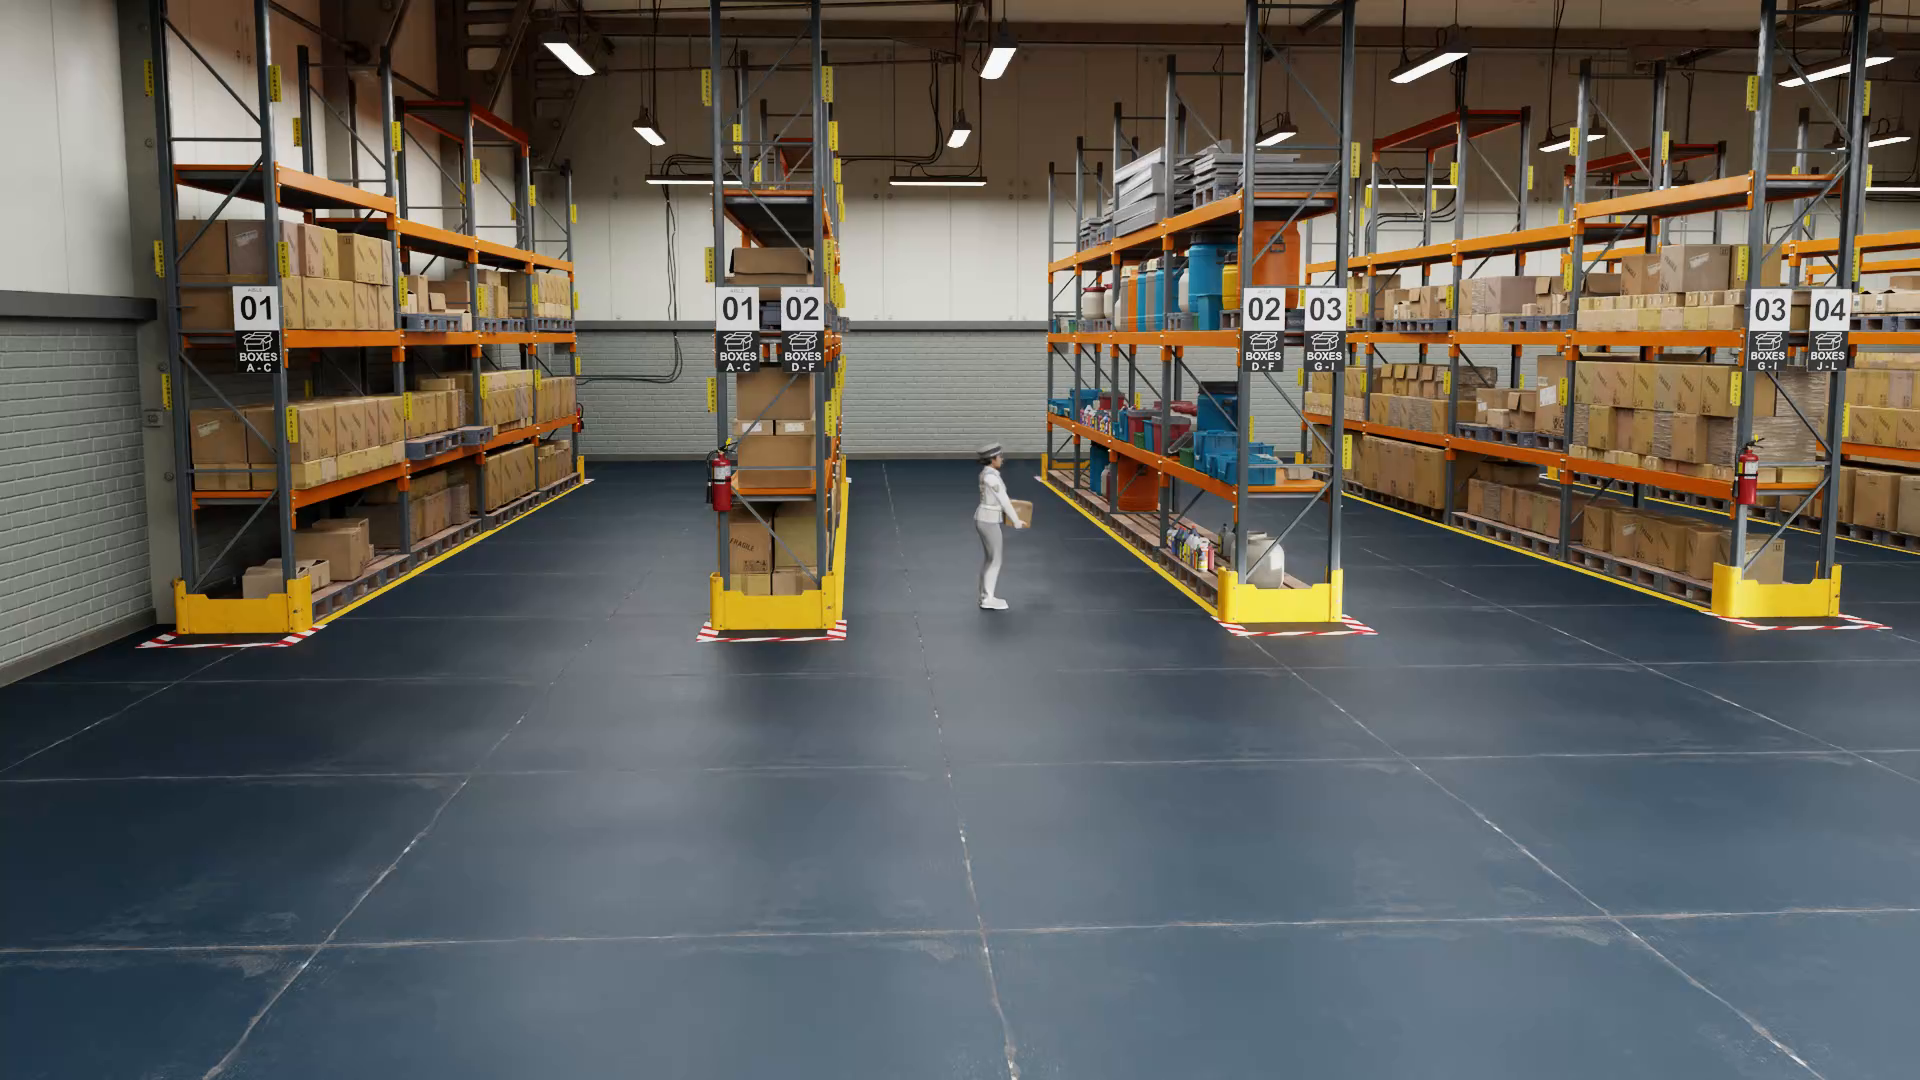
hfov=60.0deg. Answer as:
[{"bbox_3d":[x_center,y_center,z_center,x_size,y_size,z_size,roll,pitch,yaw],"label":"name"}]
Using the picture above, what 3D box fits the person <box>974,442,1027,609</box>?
[{"bbox_3d":[0.404,-0.153,16.933,0.526,1.688,0.416,-1,7,-5],"label":"person"}]
